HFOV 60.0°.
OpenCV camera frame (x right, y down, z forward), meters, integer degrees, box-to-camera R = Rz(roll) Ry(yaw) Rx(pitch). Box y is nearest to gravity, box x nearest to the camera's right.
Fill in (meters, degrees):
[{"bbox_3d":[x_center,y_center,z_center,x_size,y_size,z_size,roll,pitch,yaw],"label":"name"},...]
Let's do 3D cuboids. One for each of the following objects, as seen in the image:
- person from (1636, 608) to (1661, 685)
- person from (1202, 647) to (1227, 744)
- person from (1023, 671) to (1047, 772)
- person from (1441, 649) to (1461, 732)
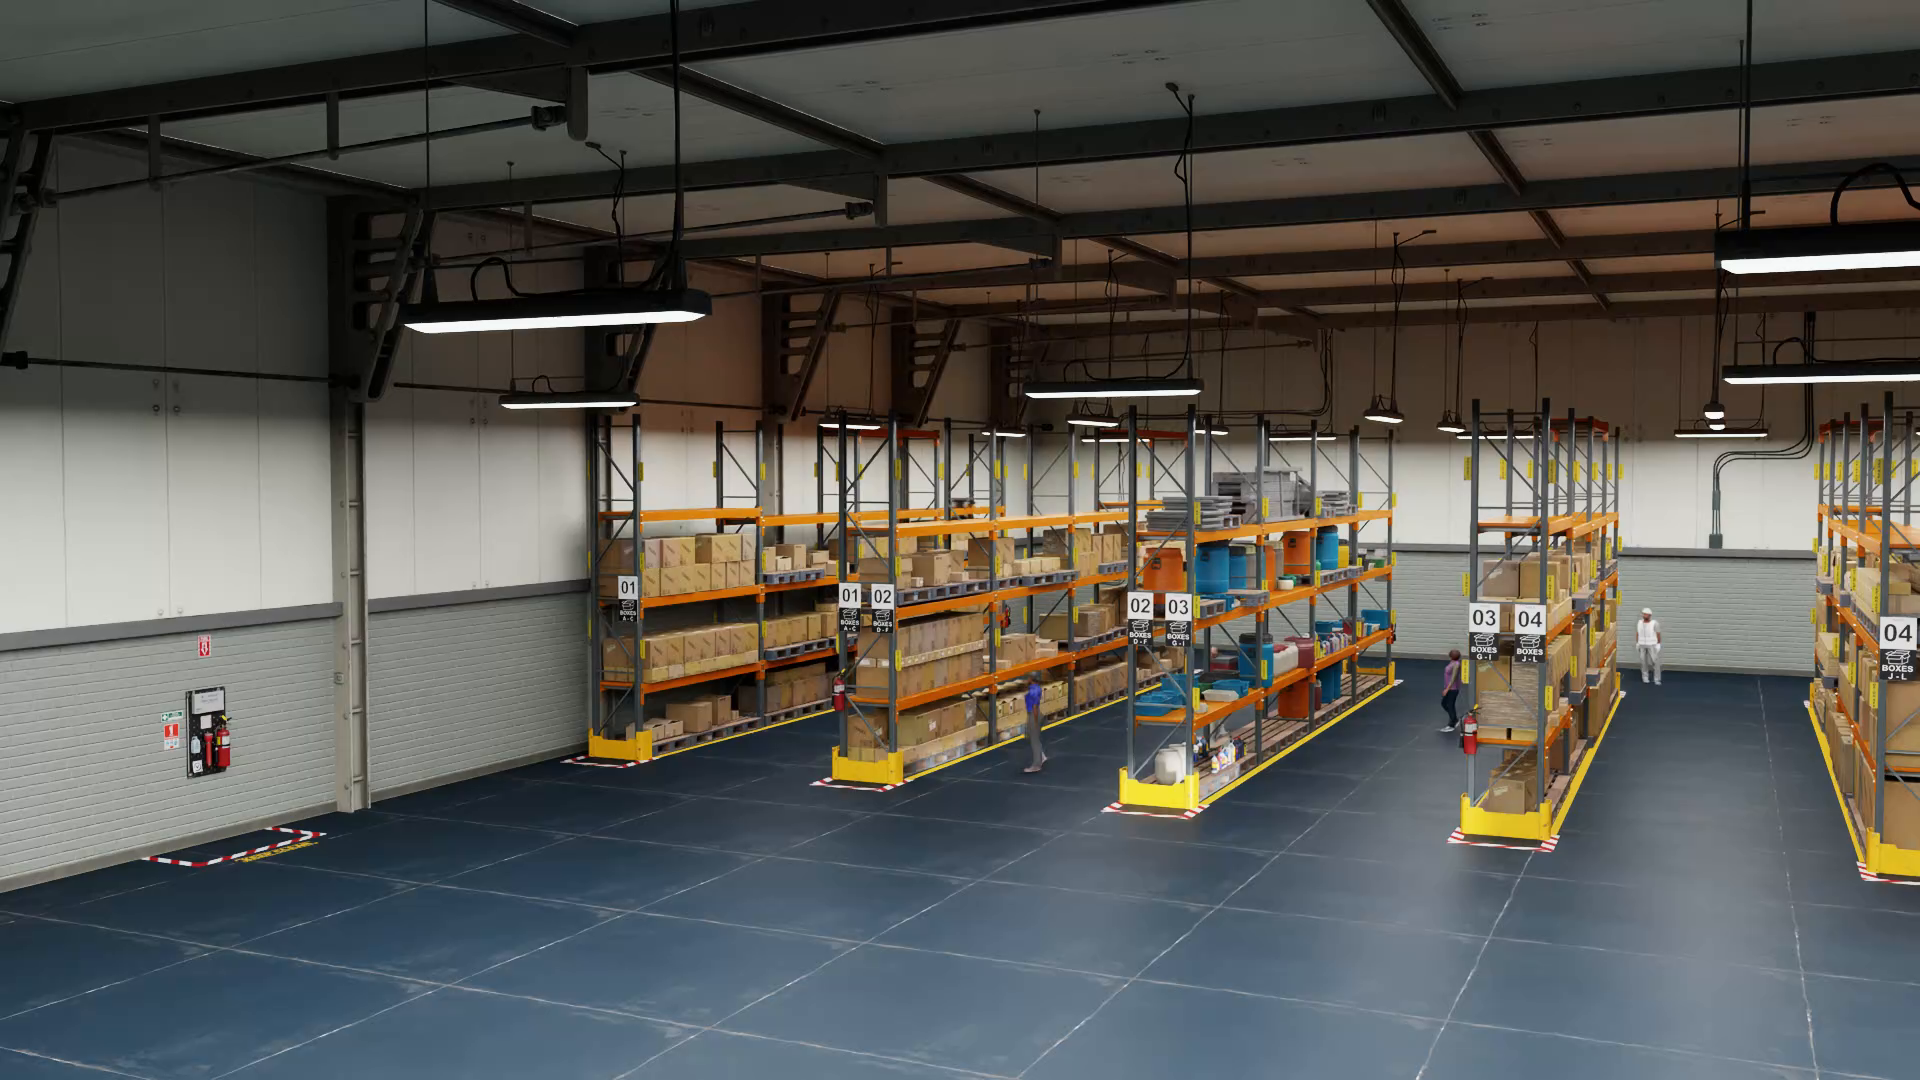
[{"bbox_3d":[16.279,2.505,39.338,0.613,1.798,0.443,2,3,42],"label":"person"},{"bbox_3d":[4.646,2.853,30.617,0.506,1.782,0.662,1,3,27],"label":"person"},{"bbox_3d":[1.260,3.020,27.796,0.391,1.676,0.565,0,2,3],"label":"person"},{"bbox_3d":[9.451,2.895,32.058,0.404,1.613,0.499,0,2,0],"label":"person"}]
